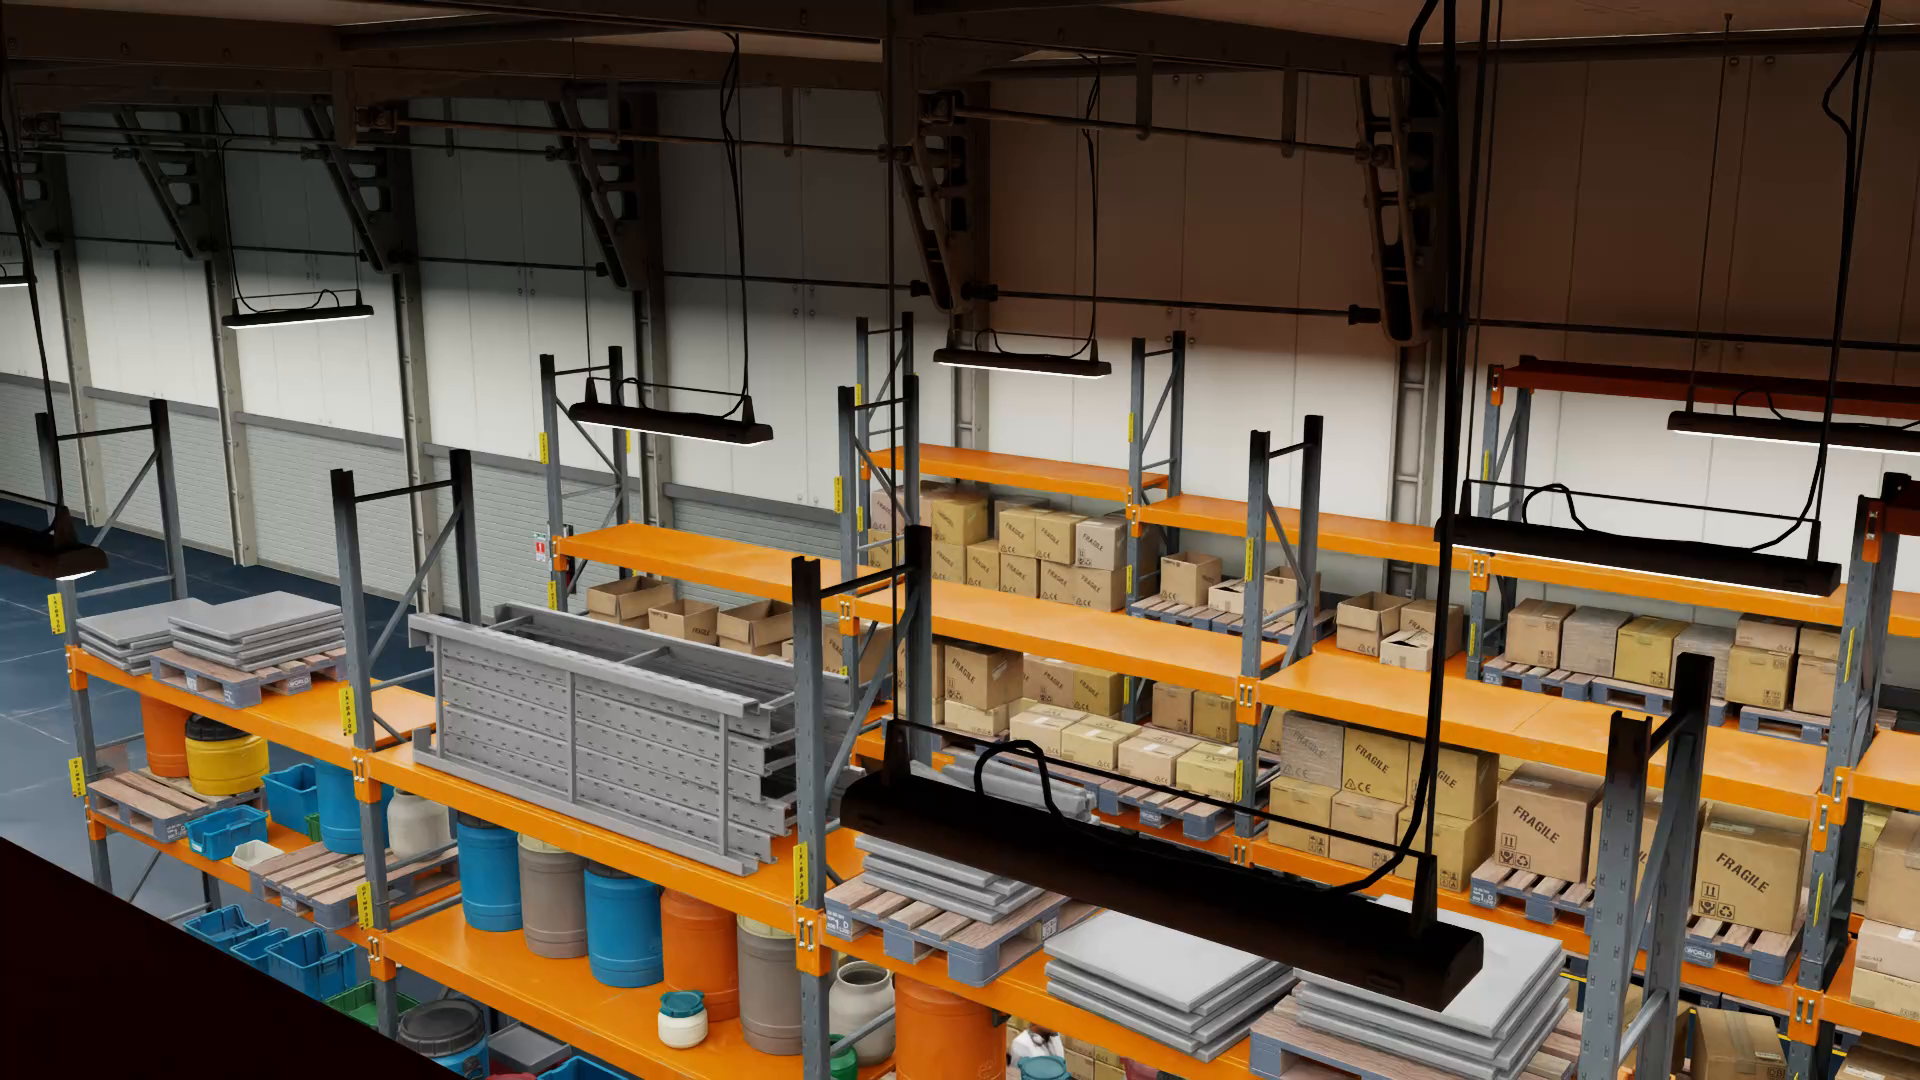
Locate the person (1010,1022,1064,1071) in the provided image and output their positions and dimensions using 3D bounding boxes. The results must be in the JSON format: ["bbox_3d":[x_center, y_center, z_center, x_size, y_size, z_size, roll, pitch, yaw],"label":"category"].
[{"bbox_3d":[0.559,4.308,12.789,0.494,1.773,0.568,11,17,40],"label":"person"}]

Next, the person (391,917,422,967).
[{"bbox_3d":[-5.448,3.495,16.605,0.910,1.623,0.452,-1,13,-5],"label":"person"}]
